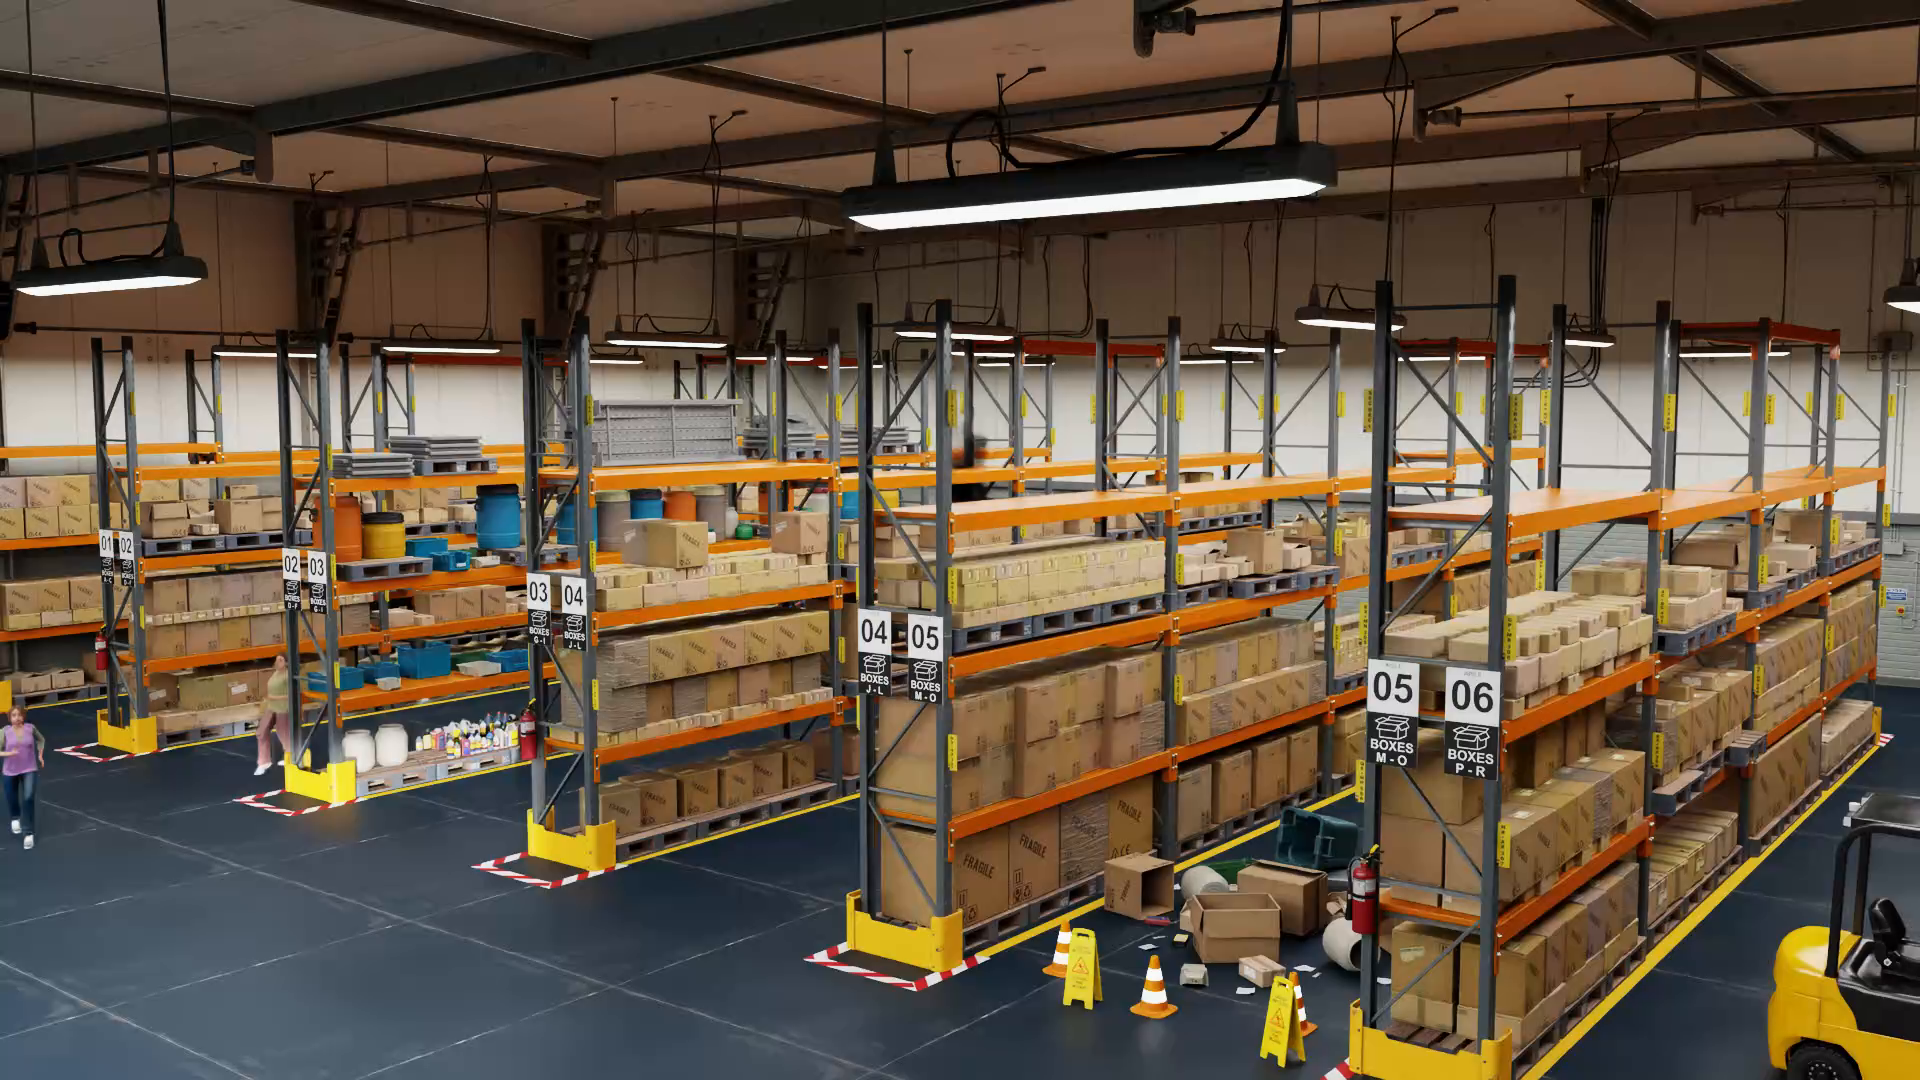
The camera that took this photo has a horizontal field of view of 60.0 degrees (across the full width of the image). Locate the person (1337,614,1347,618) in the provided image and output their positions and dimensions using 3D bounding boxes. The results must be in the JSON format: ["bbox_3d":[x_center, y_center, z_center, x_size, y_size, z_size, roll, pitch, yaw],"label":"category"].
[{"bbox_3d":[6.125,2.049,26.673,0.677,1.618,0.721,4,6,37],"label":"person"}]

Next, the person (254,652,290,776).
[{"bbox_3d":[-9.262,2.368,22.802,0.552,1.707,0.716,2,5,23],"label":"person"}]

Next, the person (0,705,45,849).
[{"bbox_3d":[-10.810,2.695,19.127,0.535,1.567,0.887,-3,6,-30],"label":"person"}]
